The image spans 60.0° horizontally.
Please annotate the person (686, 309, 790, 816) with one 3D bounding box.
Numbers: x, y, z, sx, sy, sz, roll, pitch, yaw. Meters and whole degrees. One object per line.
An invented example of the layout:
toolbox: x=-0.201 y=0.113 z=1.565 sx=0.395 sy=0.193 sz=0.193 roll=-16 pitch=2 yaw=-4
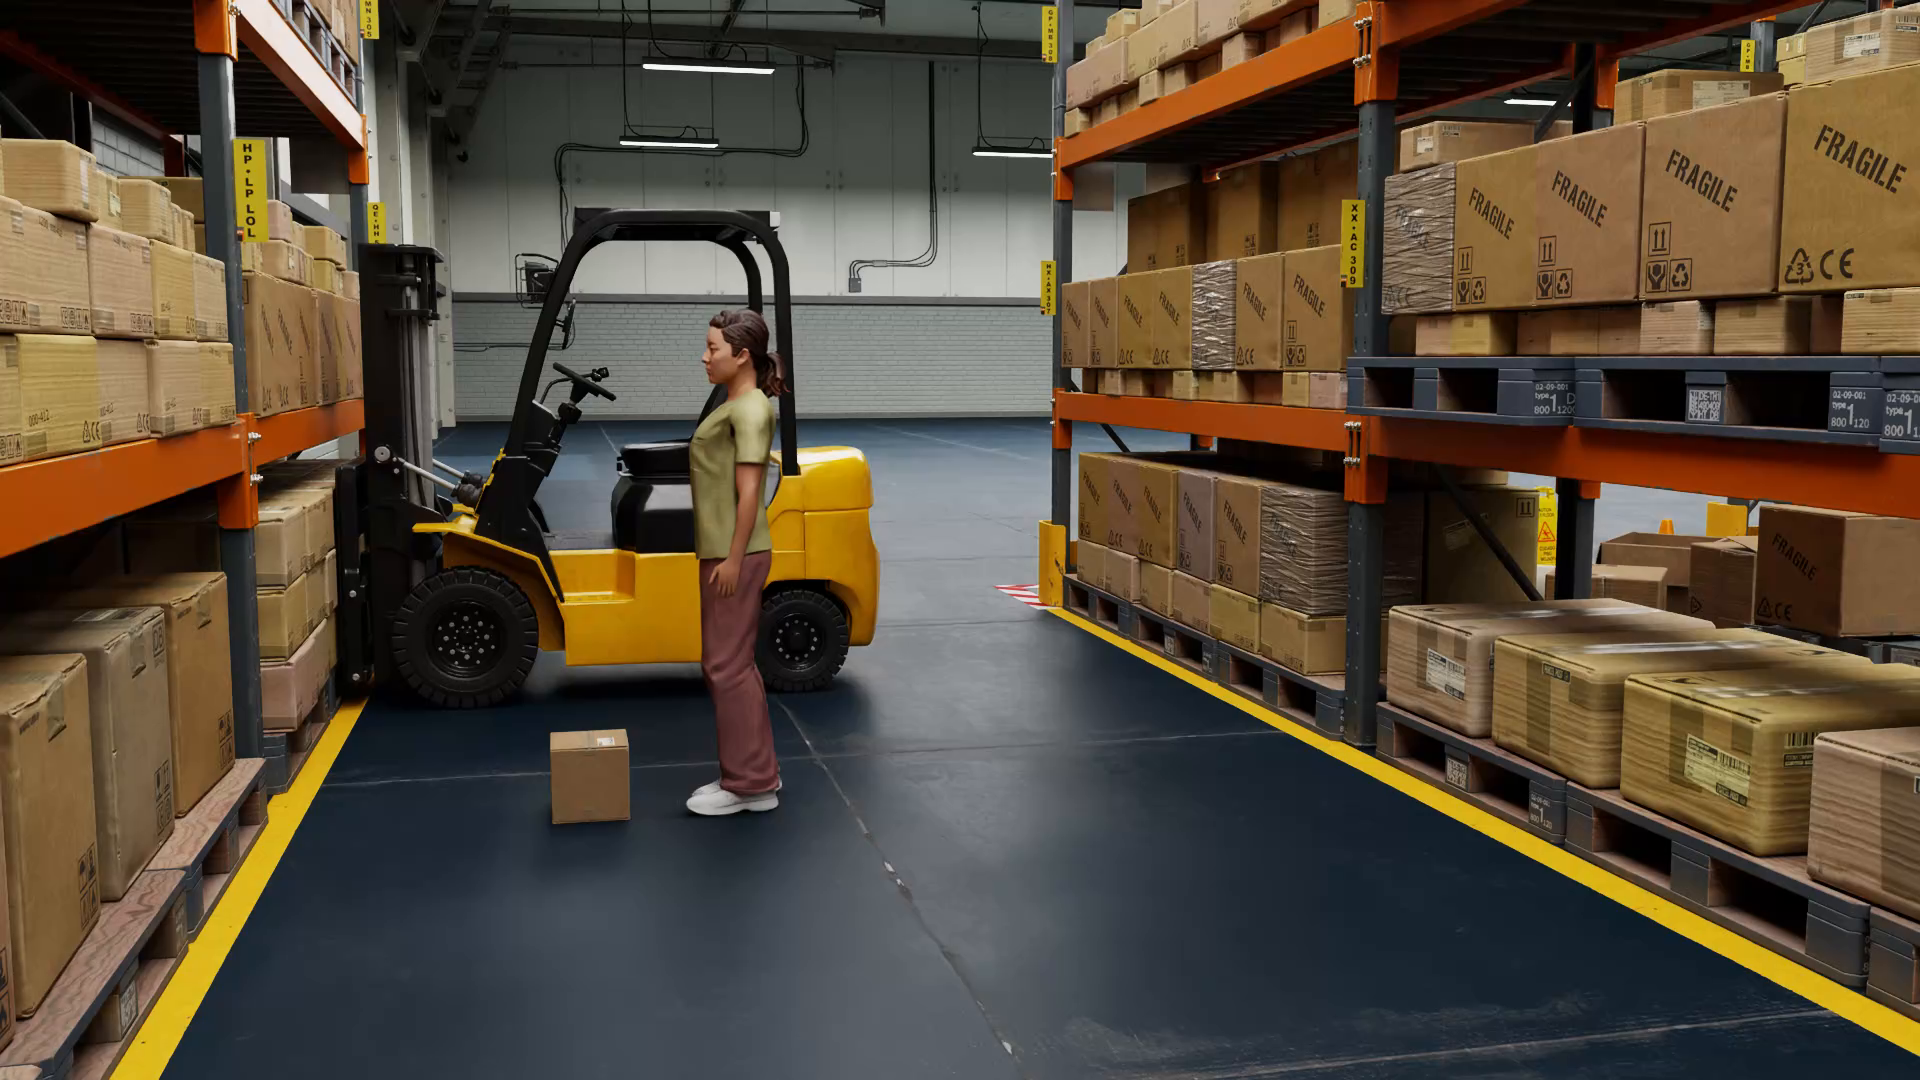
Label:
person: x=-0.745 y=0.080 z=5.550 sx=0.373 sy=1.689 sz=0.443 roll=-1 pitch=6 yaw=-12
